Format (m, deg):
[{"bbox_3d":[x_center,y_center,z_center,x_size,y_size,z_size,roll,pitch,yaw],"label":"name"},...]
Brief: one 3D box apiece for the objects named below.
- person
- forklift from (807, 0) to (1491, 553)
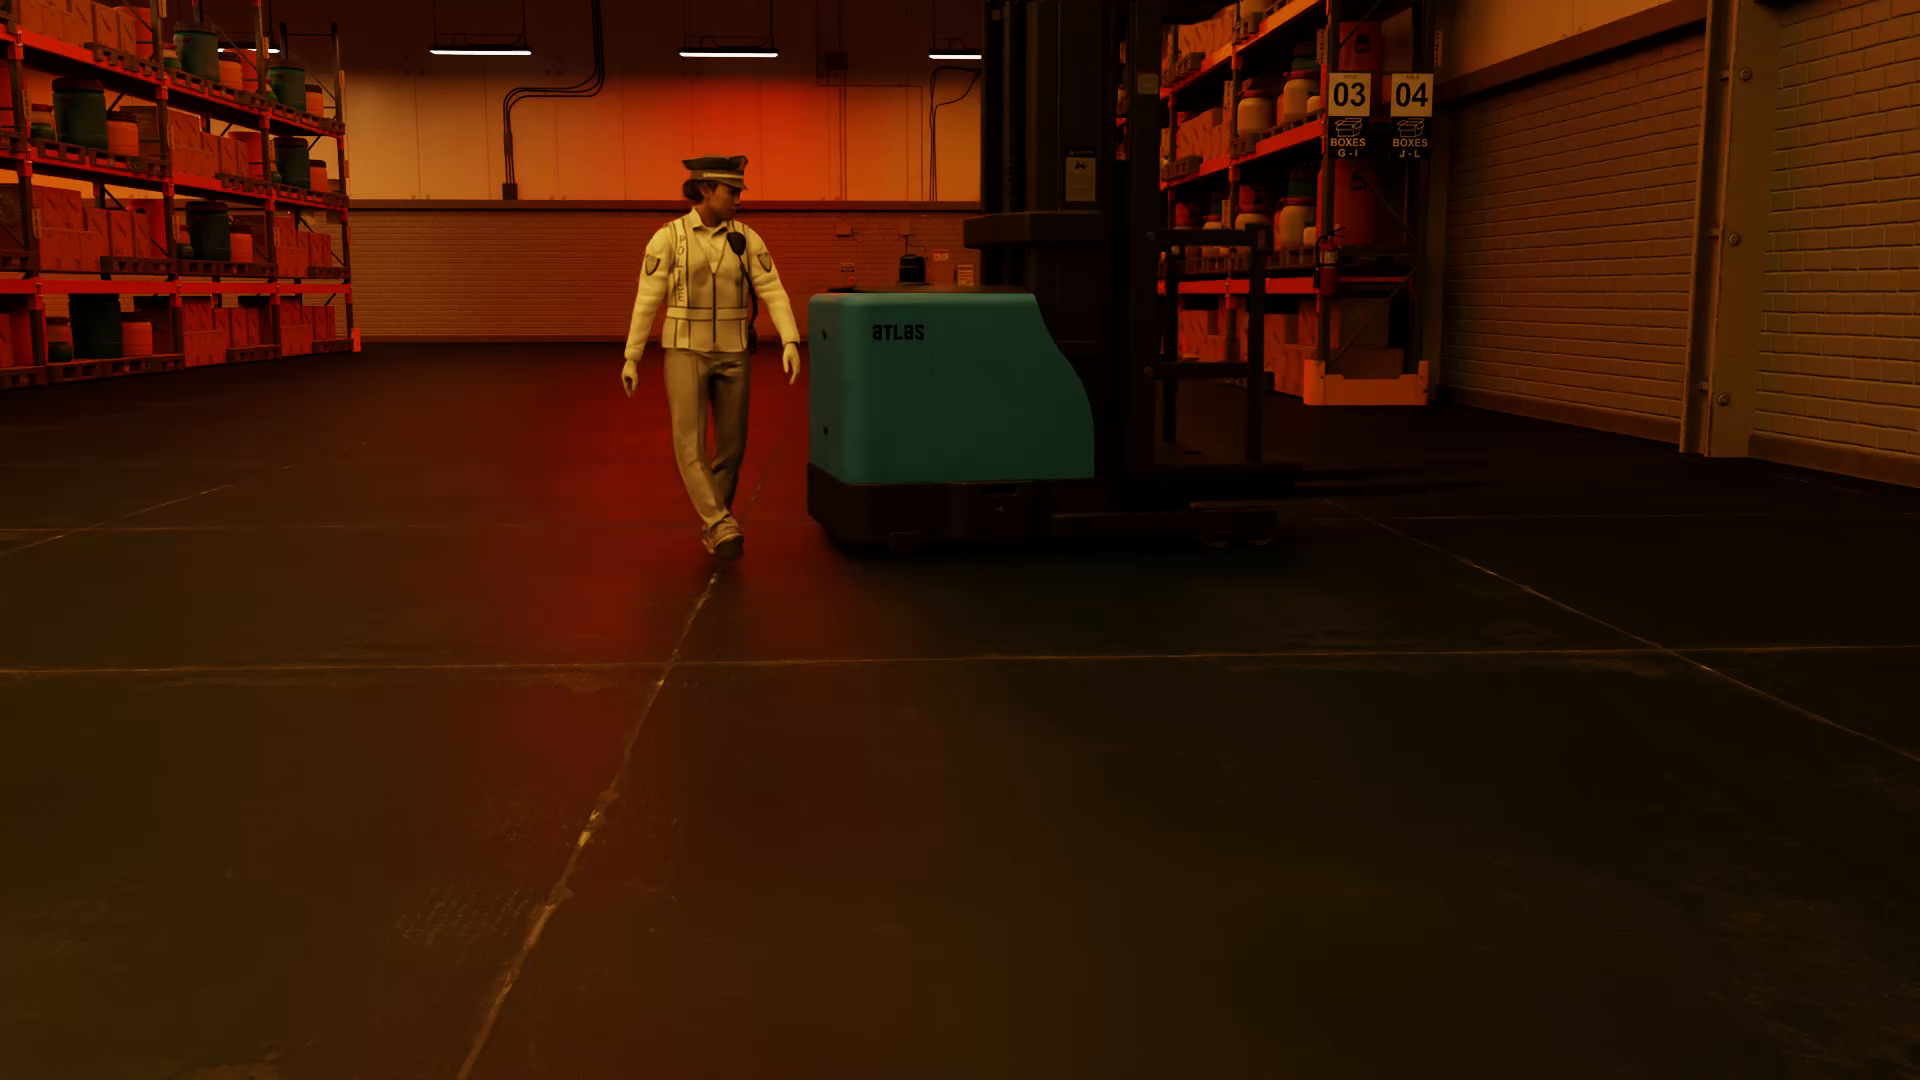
[{"bbox_3d":[-0.978,-0.711,6.599,0.658,1.624,0.857,-4,9,-23],"label":"person"},{"bbox_3d":[0.877,-1.490,7.364,3.031,2.935,1.130,-2,9,-14],"label":"forklift"}]
